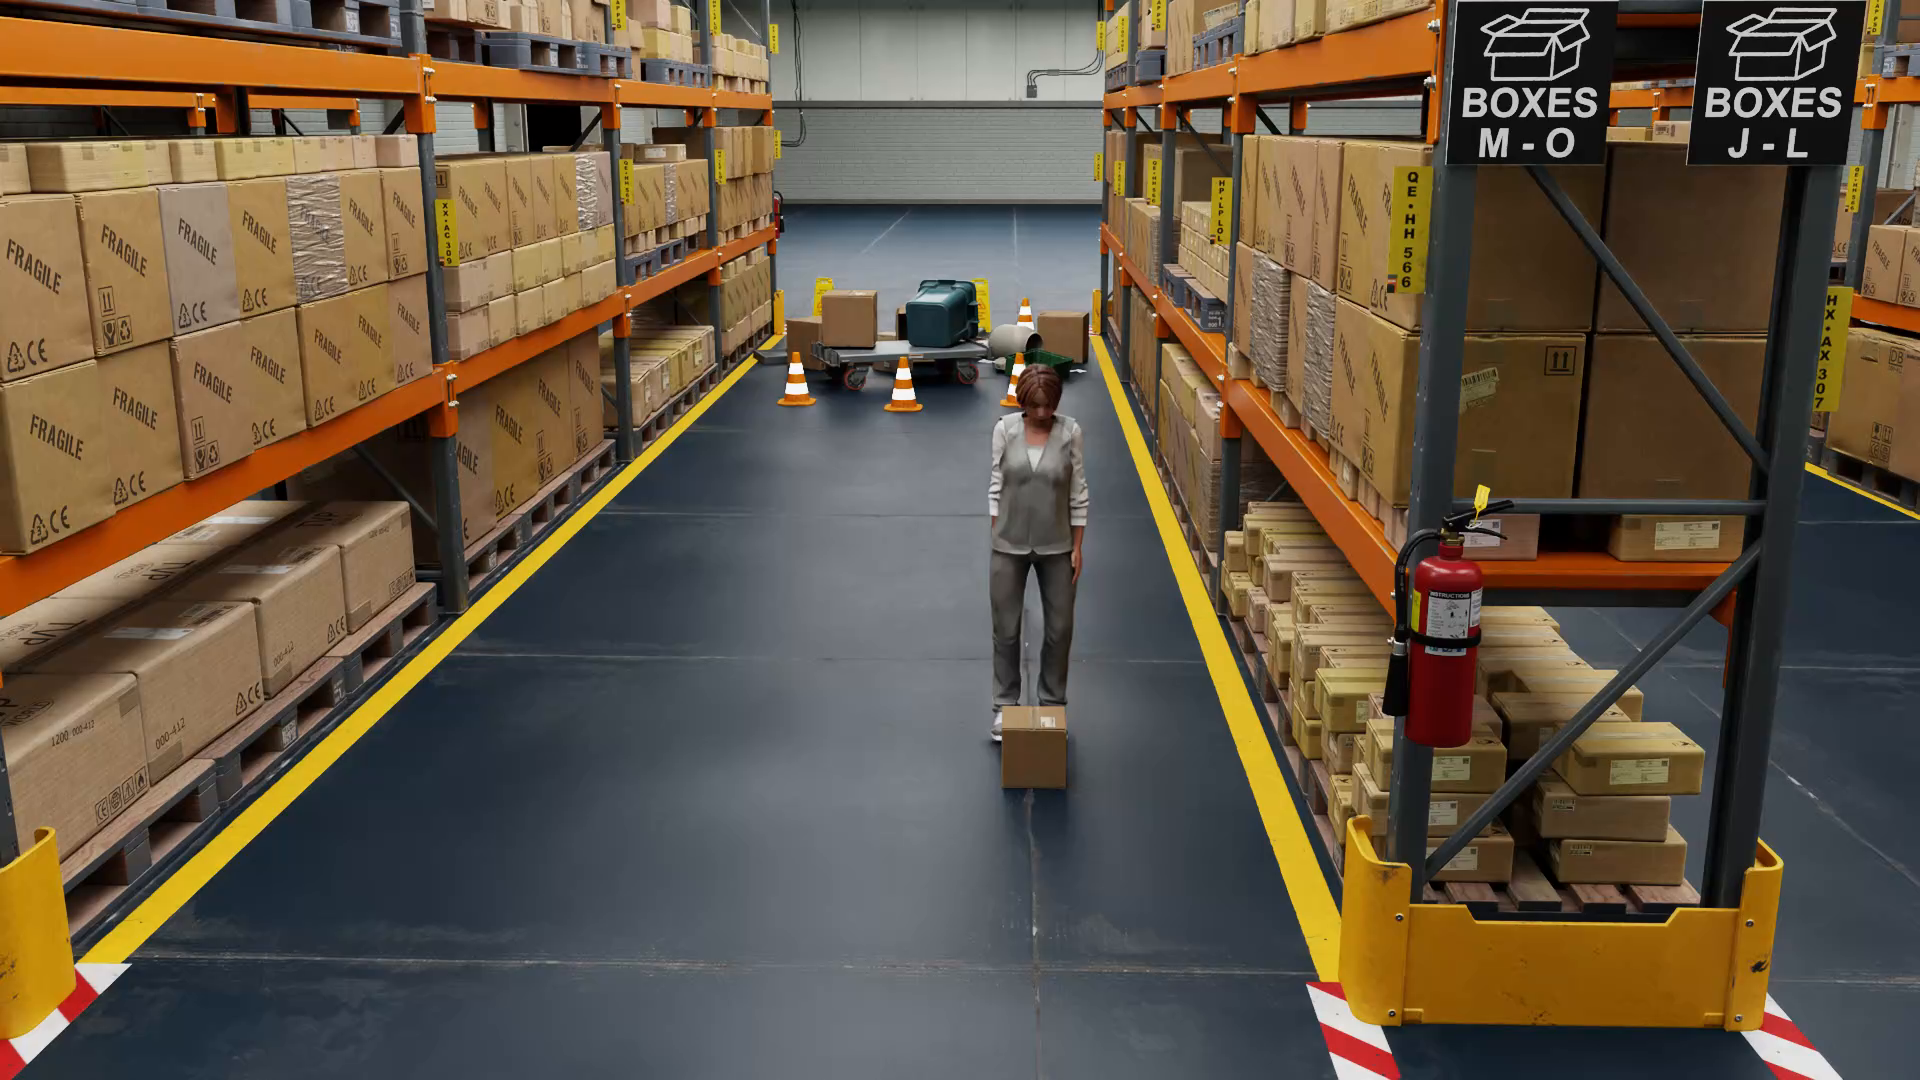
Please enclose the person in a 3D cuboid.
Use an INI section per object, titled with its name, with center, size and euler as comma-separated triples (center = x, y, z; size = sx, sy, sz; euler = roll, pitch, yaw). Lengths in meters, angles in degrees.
[person]
center = 0.322, 0.061, 6.853
size = 0.412, 1.571, 0.316
euler = 0, 14, 2
